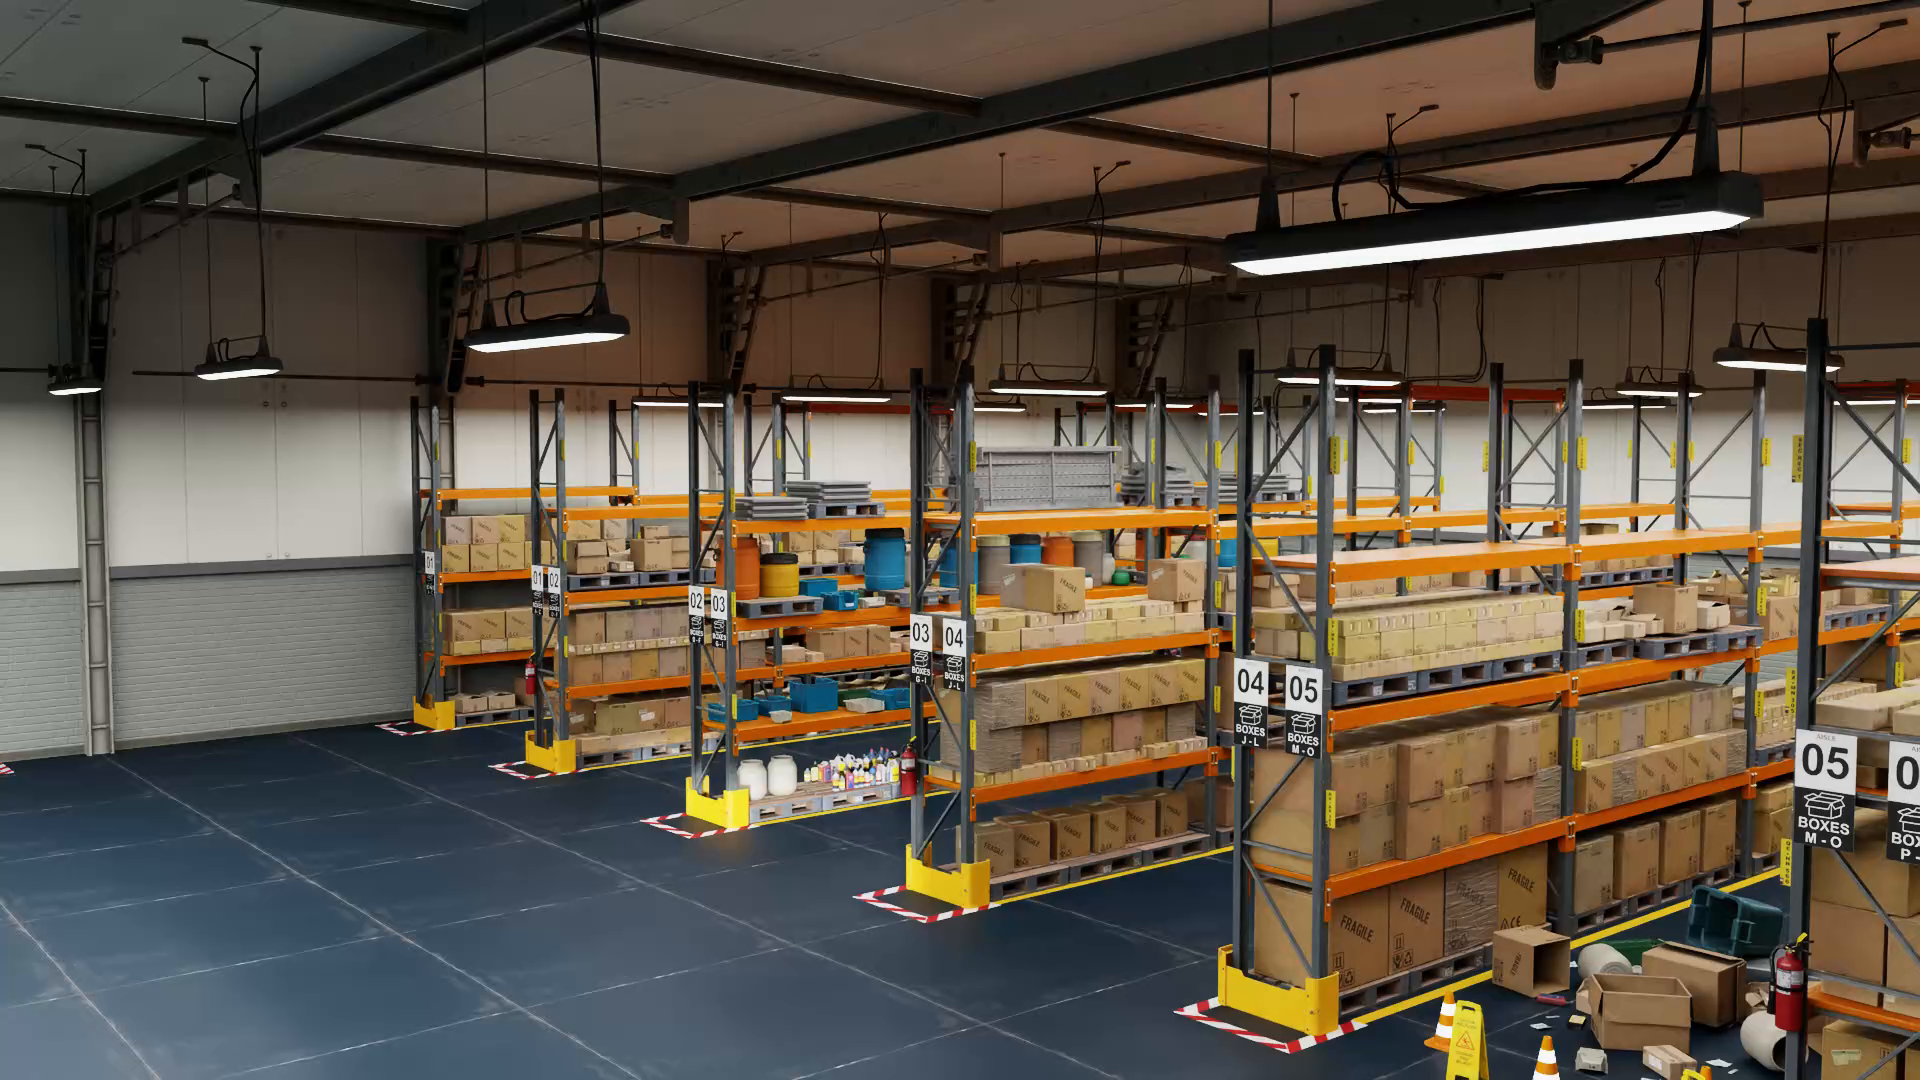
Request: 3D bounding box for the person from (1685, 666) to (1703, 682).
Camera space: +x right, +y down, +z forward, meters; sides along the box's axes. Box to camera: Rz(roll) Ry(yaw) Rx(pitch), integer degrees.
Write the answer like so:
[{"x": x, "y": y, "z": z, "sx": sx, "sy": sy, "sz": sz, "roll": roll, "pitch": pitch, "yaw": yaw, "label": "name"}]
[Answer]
[{"x": 13.257, "y": 2.575, "z": 30.466, "sx": 0.629, "sy": 1.617, "sz": 0.648, "roll": 1, "pitch": 3, "yaw": 14, "label": "person"}]
